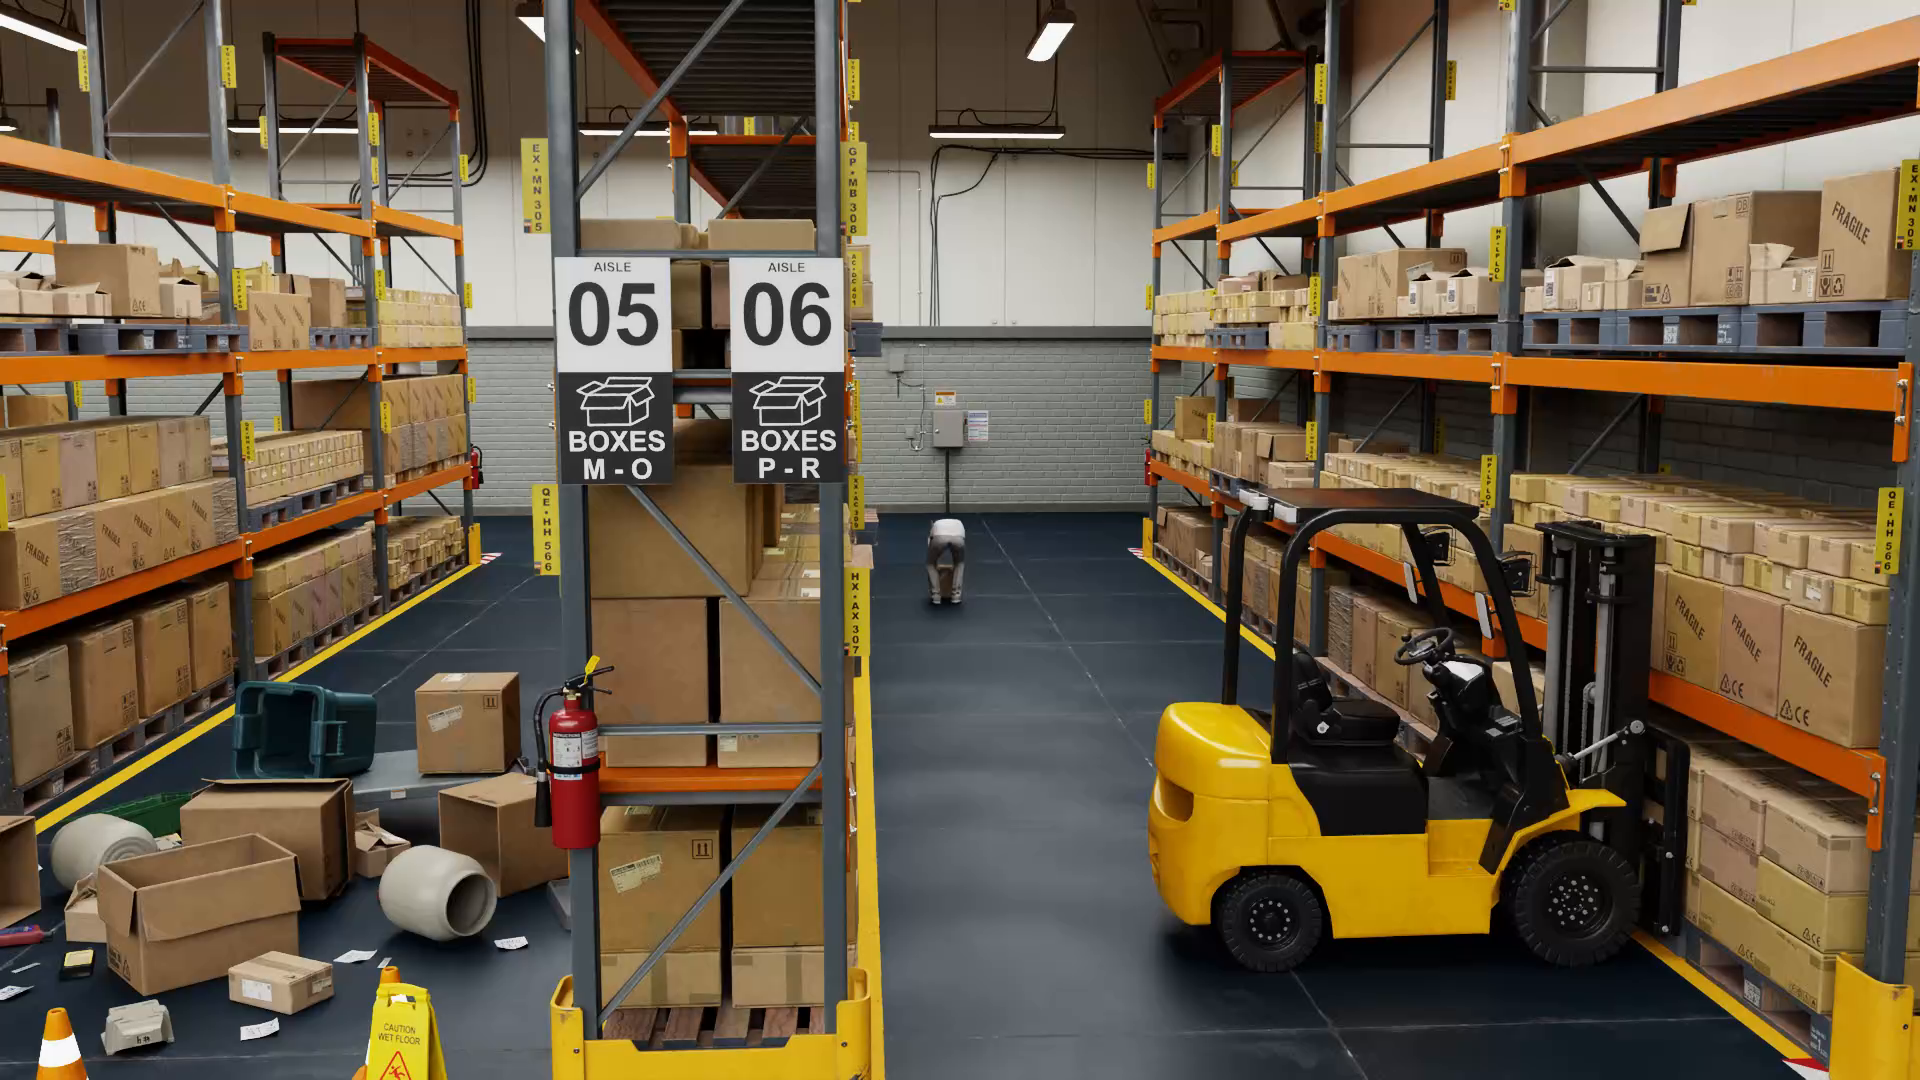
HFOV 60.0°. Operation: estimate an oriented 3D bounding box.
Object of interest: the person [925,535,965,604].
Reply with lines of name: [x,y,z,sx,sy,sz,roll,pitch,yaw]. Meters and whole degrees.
person: [-0.174,0.242,18.474,0.445,0.888,0.876,-1,7,-7]
